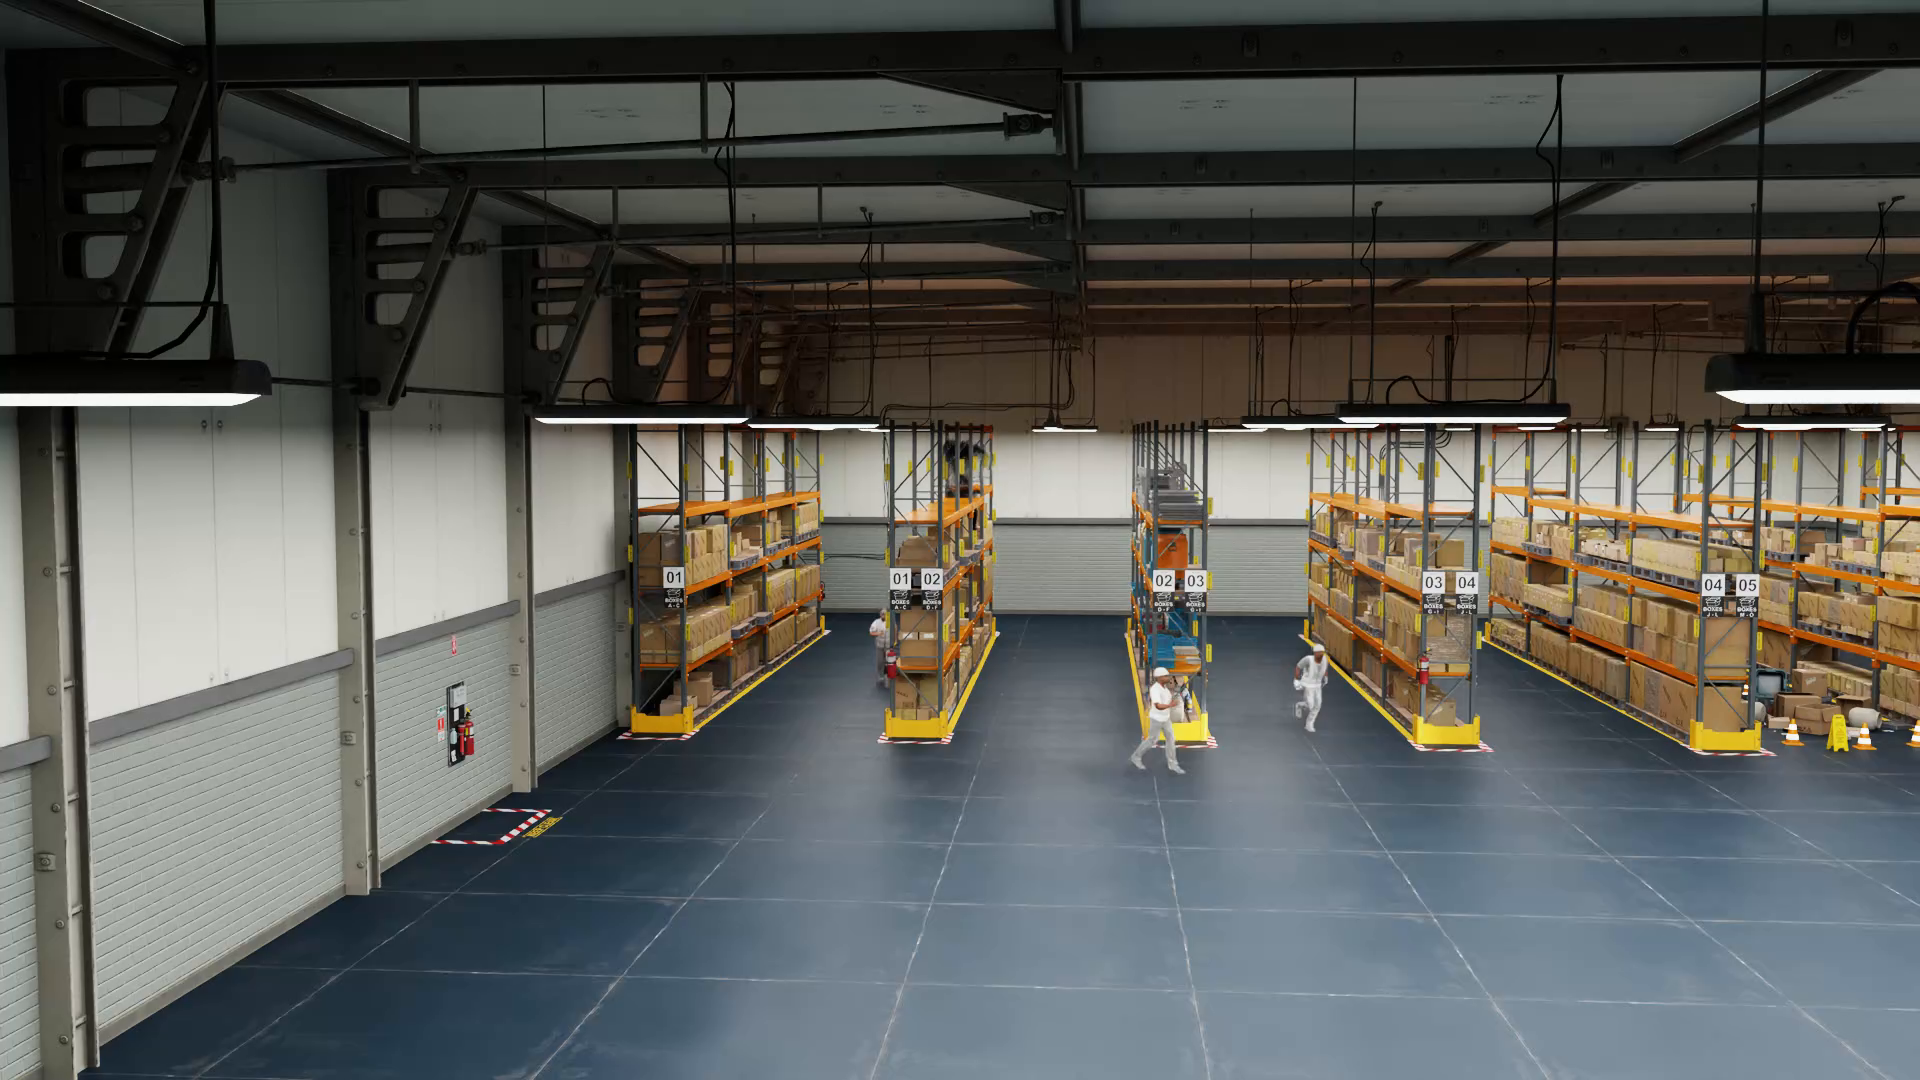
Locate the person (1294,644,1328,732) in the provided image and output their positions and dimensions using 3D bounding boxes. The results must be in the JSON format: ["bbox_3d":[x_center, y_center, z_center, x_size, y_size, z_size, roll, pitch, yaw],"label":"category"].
[{"bbox_3d":[6.805,2.848,32.264,0.678,1.707,0.812,-2,4,-27],"label":"person"}]

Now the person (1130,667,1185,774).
[{"bbox_3d":[3.345,3.033,28.072,0.950,1.781,0.688,2,4,25],"label":"person"}]

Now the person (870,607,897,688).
[{"bbox_3d":[-1.738,2.418,37.903,0.650,1.790,0.959,0,4,-6],"label":"person"}]
